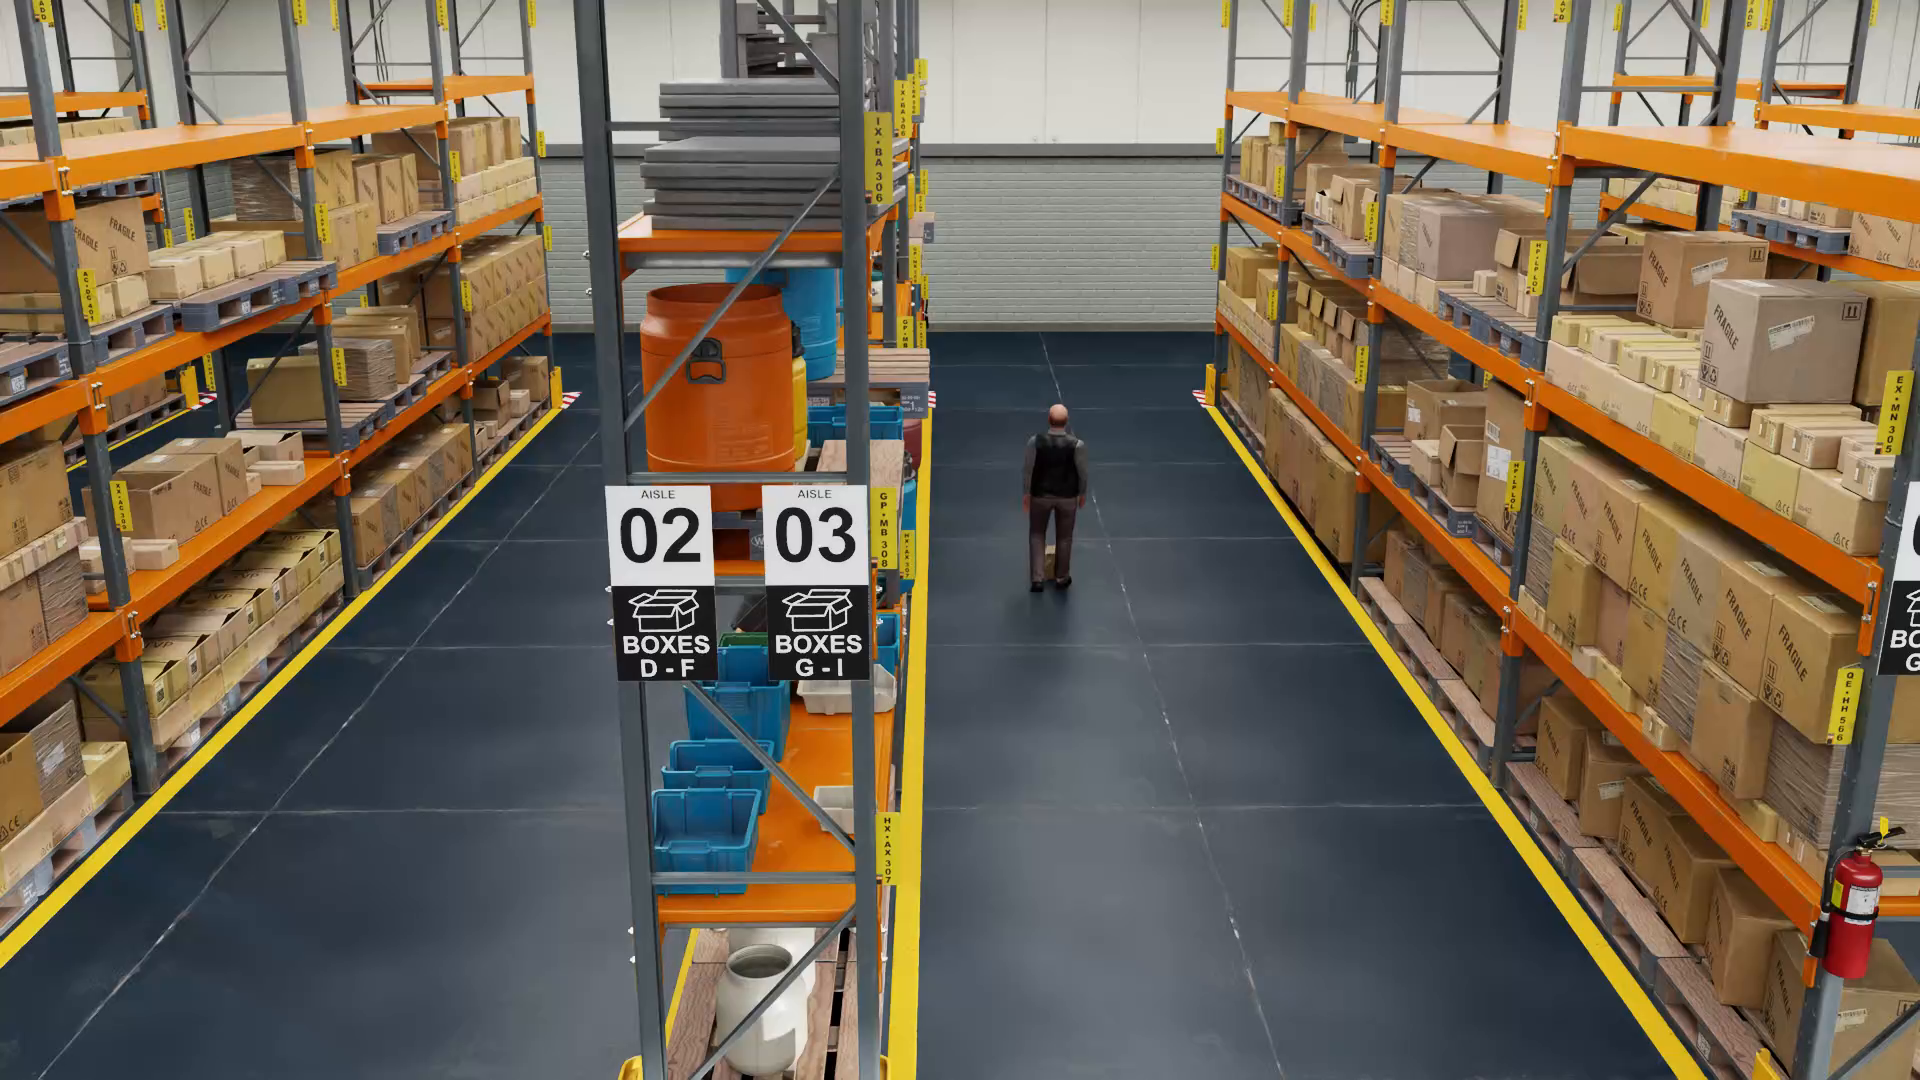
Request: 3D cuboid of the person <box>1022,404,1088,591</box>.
[{"bbox_3d":[0.849,-0.357,14.822,0.576,1.788,0.513,2,17,6],"label":"person"}]
